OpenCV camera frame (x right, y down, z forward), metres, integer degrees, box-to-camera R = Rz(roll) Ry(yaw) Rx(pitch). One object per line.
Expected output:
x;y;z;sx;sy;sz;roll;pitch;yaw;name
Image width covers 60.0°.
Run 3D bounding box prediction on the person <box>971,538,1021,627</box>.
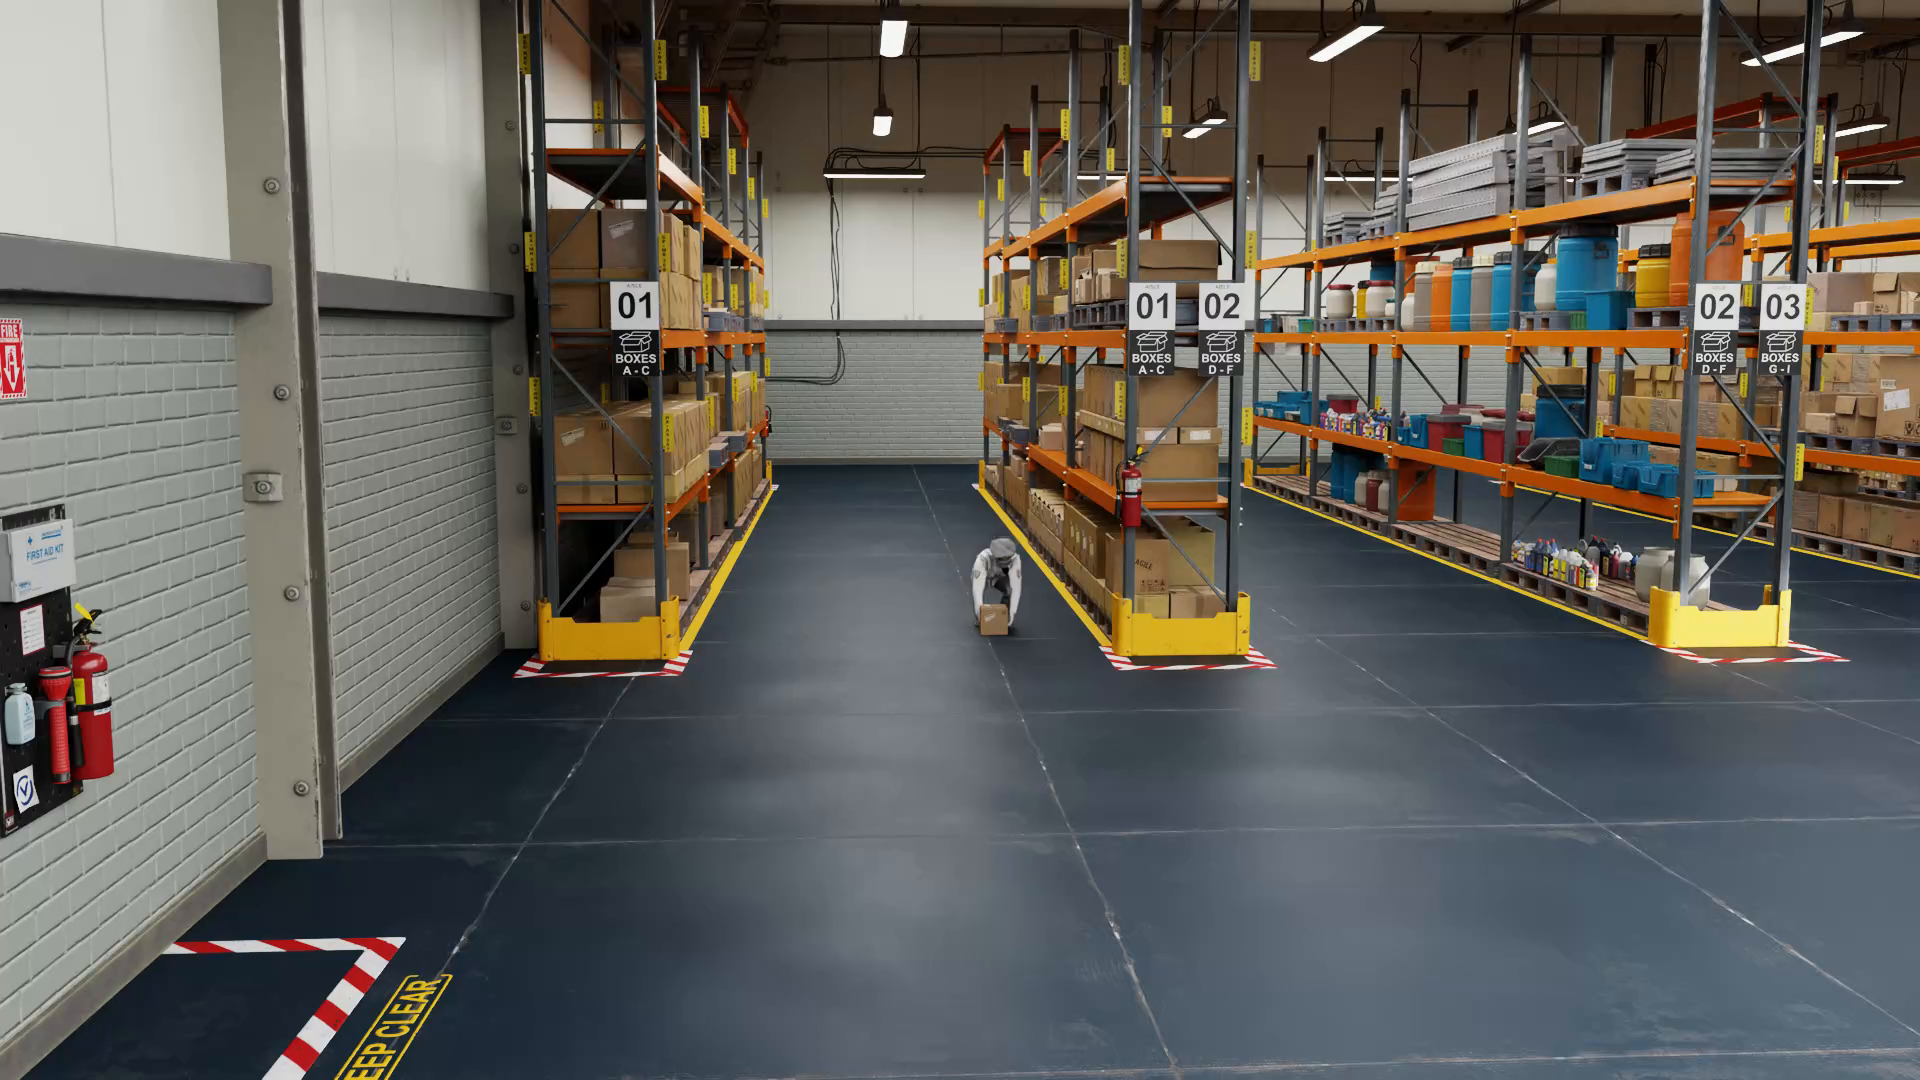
0.338;0.392;15.786;0.471;0.886;0.856;-1;7;-4;person
